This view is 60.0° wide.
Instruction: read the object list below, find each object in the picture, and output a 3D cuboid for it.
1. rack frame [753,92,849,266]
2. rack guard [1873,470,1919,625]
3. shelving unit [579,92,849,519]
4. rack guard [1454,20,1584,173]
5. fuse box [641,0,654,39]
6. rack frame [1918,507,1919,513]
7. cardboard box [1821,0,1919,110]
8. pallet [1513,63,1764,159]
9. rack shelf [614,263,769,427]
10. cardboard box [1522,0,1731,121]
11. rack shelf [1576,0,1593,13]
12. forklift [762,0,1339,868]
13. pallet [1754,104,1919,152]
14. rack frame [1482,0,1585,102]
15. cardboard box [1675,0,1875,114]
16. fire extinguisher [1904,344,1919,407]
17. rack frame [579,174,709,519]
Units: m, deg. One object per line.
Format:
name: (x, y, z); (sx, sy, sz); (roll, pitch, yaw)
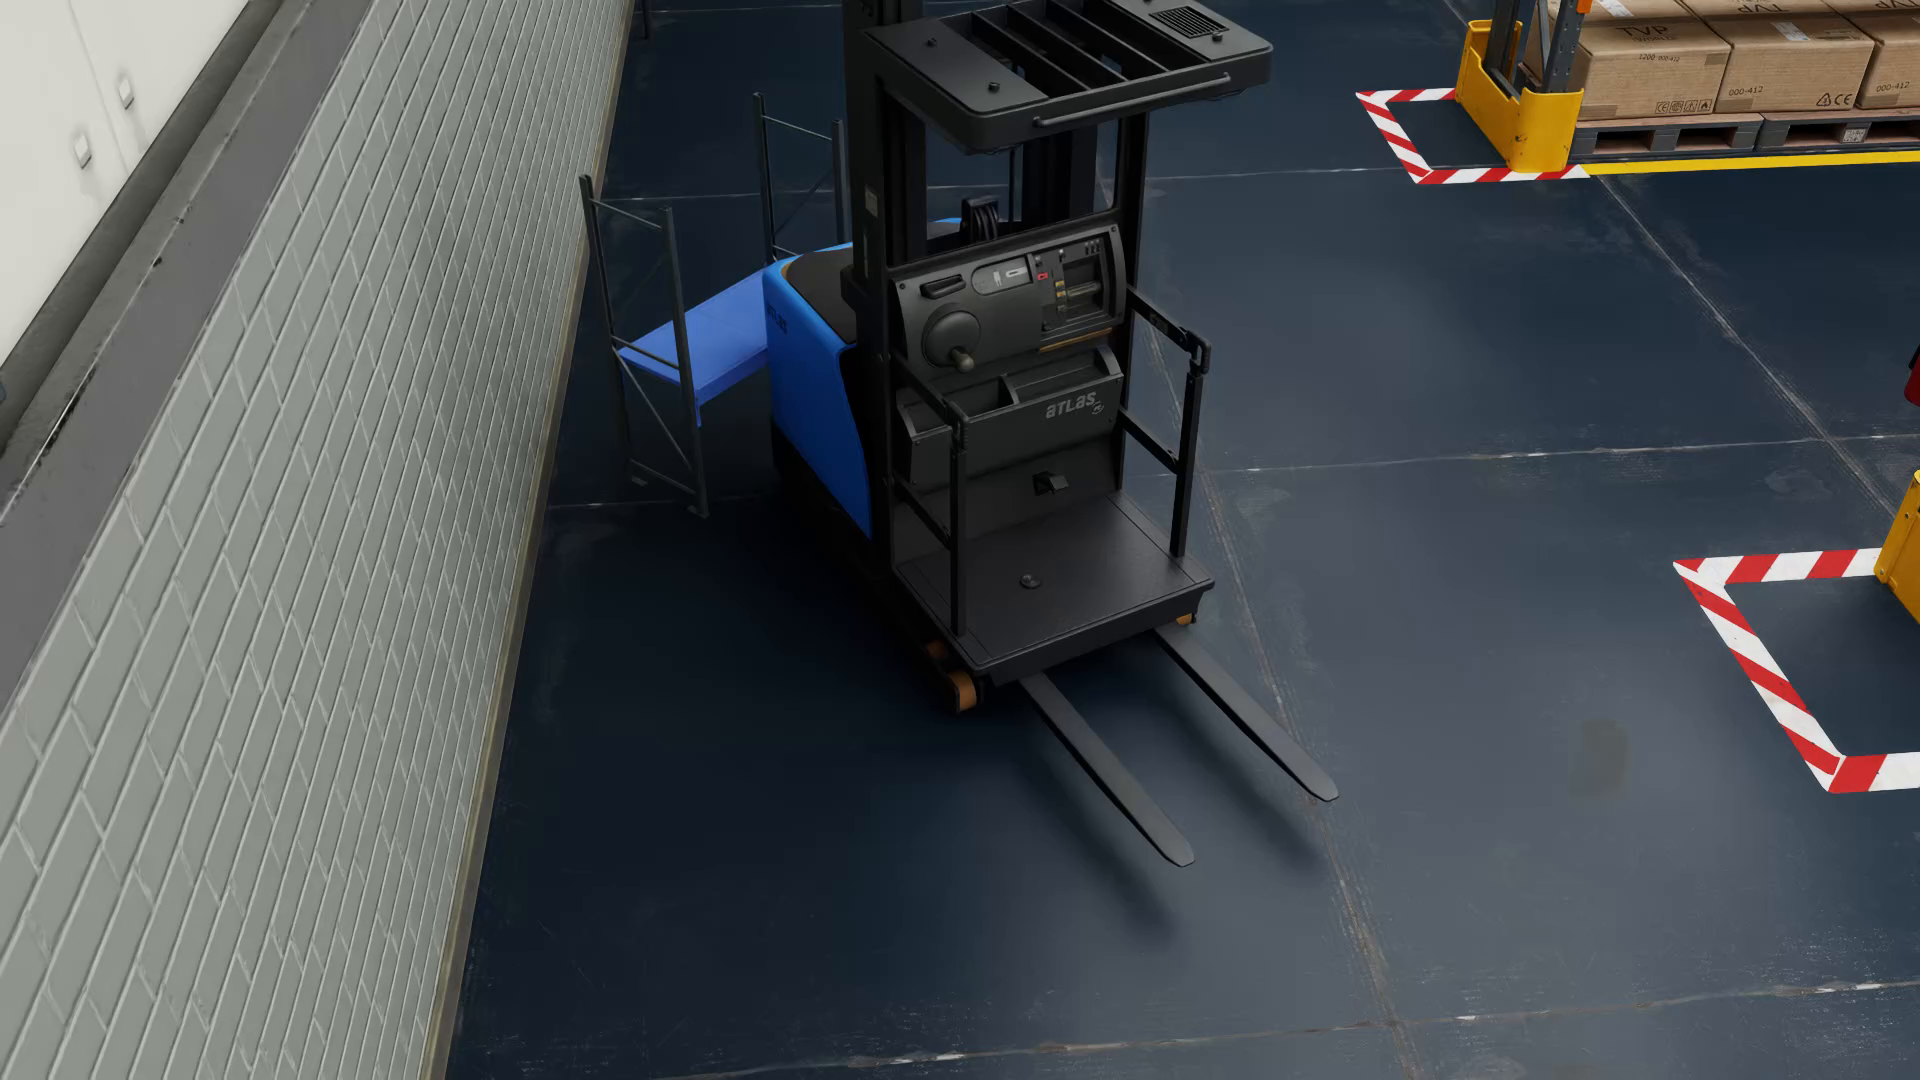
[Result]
rack frame: (-0.703, -1.284, 7.665); (0.500, 1.500, 0.032); (25, 45, 29)
rack guard: (4.105, 0.261, 6.515); (0.348, 0.500, 1.175); (-3, 38, -4)
shelving unit: (-1.014, -1.034, 7.348); (0.538, 1.500, 1.048); (25, 45, 29)
rack guard: (3.466, -2.782, 10.372); (0.348, 0.500, 1.175); (-3, 38, -4)
fuse box: (-2.165, -4.239, 11.241); (0.414, 1.711, 0.539); (-3, 38, -4)
rack frame: (4.029, -0.716, 5.736); (0.127, 3.000, 1.000); (-3, 38, -4)
cardboard box: (5.948, -3.125, 10.519); (0.875, 0.438, 0.875); (-4, 38, -5)
pallet: (4.279, -2.762, 10.580); (1.213, 0.211, 1.003); (-3, 38, -4)
rack shelf: (-1.013, -0.893, 7.459); (0.538, 0.185, 1.000); (25, 45, 29)
cardboard box: (4.138, -3.021, 10.387); (0.875, 0.438, 0.875); (-4, 38, -6)
rack shelf: (5.482, -3.592, 9.961); (4.000, 0.370, 1.077); (-3, 38, -4)
forklift: (0.299, -0.812, 5.913); (1.130, 2.935, 3.031); (-19, 42, -22)
pallet: (5.492, -2.827, 10.662); (1.213, 0.211, 1.003); (-3, 38, -4)
rack frame: (3.490, -3.764, 9.599); (0.127, 3.000, 1.000); (-3, 38, -4)
cardboard box: (5.049, -3.077, 10.457); (0.875, 0.438, 0.875); (-2, 38, -3)
fire extinguisher: (3.737, -0.810, 6.218); (0.183, 0.674, 0.296); (-3, 38, -4)
rack frame: (-1.324, -0.785, 7.032); (0.500, 1.500, 0.032); (25, 45, 29)
